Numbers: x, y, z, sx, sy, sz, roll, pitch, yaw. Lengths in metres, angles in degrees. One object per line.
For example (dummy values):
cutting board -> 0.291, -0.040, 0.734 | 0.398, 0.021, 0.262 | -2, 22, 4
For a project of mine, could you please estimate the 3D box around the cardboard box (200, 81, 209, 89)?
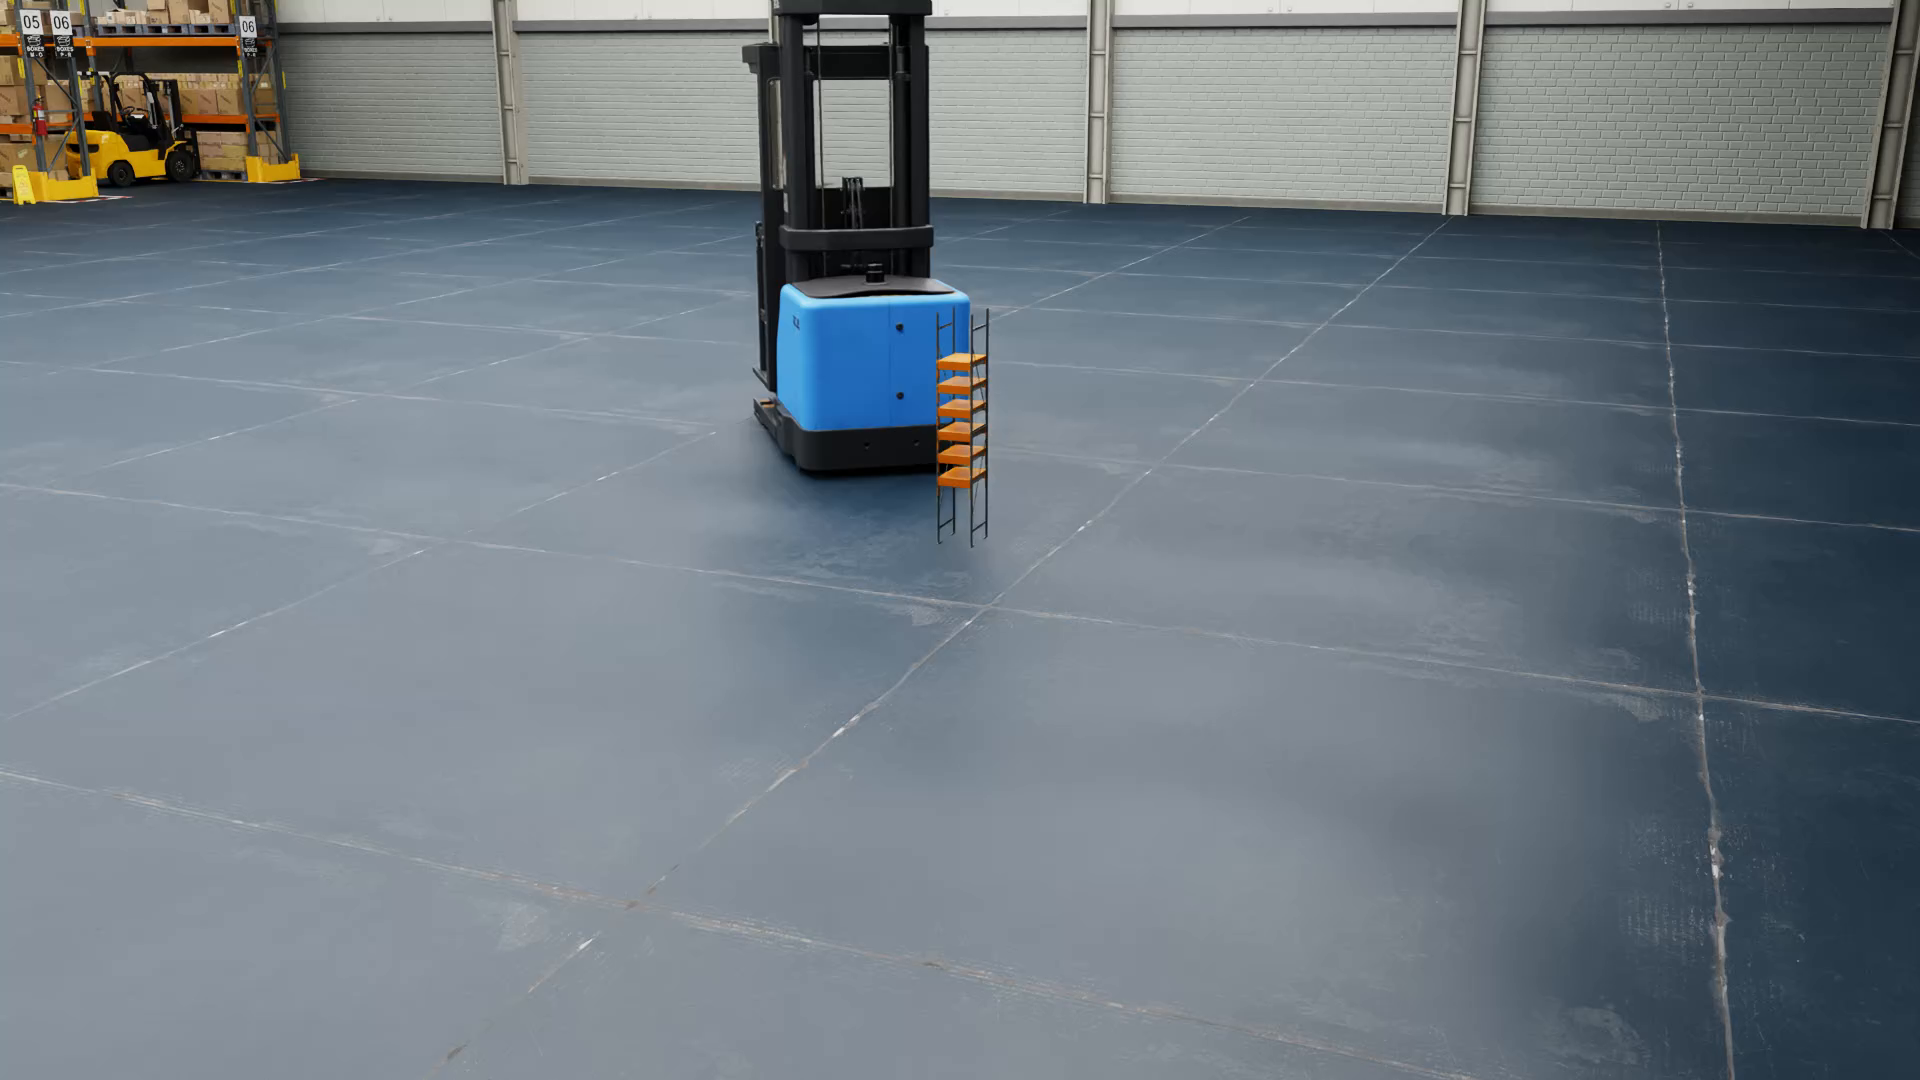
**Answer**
cardboard box -> -15.179, -9.226, 33.729 | 0.250, 0.149, 0.380 | 6, 17, 20

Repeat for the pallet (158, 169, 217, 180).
pallet -> -15.918, -7.668, 34.707 | 1.213, 0.211, 1.003 | 6, 17, 21

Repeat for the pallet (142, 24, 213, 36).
pallet -> -15.847, -10.416, 33.950 | 1.213, 0.211, 1.003 | 6, 17, 21

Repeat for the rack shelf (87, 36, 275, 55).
rack shelf -> -15.921, -10.114, 34.042 | 4.000, 0.370, 1.077 | 6, 17, 21

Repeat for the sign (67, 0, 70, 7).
sign -> -15.679, -9.527, 29.164 | 0.005, 0.325, 0.100 | 6, 17, 21

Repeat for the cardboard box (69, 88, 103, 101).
cardboard box -> -18.332, -9.375, 34.960 | 0.500, 0.250, 0.500 | 6, 17, 19

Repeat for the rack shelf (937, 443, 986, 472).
rack shelf -> 0.013, -0.417, 8.547 | 0.180, 0.103, 0.258 | 6, 17, 21

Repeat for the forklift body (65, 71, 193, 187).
forklift body -> -16.493, -8.127, 32.811 | 1.214, 2.155, 2.313 | 6, 17, 21

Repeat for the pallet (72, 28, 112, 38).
pallet -> -18.606, -10.659, 34.972 | 1.217, 0.209, 0.805 | 6, 17, 18

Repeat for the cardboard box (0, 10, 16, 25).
cardboard box -> -16.453, -9.020, 28.720 | 0.500, 0.250, 0.500 | 6, 17, 20

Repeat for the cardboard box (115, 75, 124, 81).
cardboard box -> -17.310, -9.617, 34.545 | 0.250, 0.149, 0.380 | 7, 17, 21

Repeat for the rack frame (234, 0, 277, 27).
rack frame -> -14.060, -11.695, 32.818 | 0.127, 3.000, 1.000 | 6, 17, 21

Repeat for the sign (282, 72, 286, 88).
sign -> -13.851, -9.411, 34.017 | 0.005, 0.325, 0.100 | 6, 17, 21

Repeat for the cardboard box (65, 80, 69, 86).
cardboard box -> -18.635, -9.621, 35.090 | 0.250, 0.149, 0.380 | 6, 17, 21

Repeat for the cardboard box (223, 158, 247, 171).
cardboard box -> -14.613, -7.662, 33.863 | 0.500, 0.250, 0.500 | 6, 17, 21

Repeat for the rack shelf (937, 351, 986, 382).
rack shelf -> 0.013, -0.878, 8.413 | 0.180, 0.103, 0.258 | 6, 17, 21

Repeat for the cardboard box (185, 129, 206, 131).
cardboard box -> -15.839, -8.432, 34.724 | 0.500, 0.250, 0.500 | 6, 17, 20

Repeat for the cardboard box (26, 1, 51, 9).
cardboard box -> -16.134, -9.319, 29.032 | 0.250, 0.149, 0.380 | 6, 17, 20

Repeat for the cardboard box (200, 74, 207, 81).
cardboard box -> -15.169, -9.380, 33.728 | 0.250, 0.149, 0.380 | 6, 17, 21

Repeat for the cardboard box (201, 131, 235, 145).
cardboard box -> -15.080, -8.192, 33.898 | 0.500, 0.250, 0.500 | 7, 17, 22

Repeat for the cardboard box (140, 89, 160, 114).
cardboard box -> -16.502, -9.058, 34.315 | 0.500, 0.500, 0.500 | 6, 17, 20

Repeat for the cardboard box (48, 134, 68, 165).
cardboard box -> -18.990, -8.416, 35.791 | 0.625, 0.625, 0.875 | 6, 17, 20

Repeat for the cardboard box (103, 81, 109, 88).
cardboard box -> -17.581, -9.482, 34.613 | 0.250, 0.149, 0.380 | 6, 17, 20

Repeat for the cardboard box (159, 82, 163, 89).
cardboard box -> -16.150, -9.319, 34.050 | 0.250, 0.149, 0.380 | 6, 17, 19

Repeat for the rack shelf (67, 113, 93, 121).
rack shelf -> -19.642, -9.082, 35.869 | 4.000, 0.370, 1.077 | 6, 17, 21

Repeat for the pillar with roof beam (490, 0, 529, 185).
pillar with roof beam -> -10.375, -10.270, 27.909 | 0.400, 9.000, 9.100 | 6, 17, 21

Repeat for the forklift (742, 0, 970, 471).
forklift -> -0.798, -2.186, 10.948 | 1.130, 2.935, 3.031 | -4, 17, -14

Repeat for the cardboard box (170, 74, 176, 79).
cardboard box -> -15.900, -9.454, 33.982 | 0.250, 0.149, 0.380 | 7, 17, 21

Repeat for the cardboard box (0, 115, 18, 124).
cardboard box -> -16.581, -7.386, 29.185 | 0.250, 0.149, 0.380 | 6, 17, 20

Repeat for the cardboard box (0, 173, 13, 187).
cardboard box -> -16.751, -6.423, 29.597 | 0.500, 0.250, 0.500 | 6, 17, 20

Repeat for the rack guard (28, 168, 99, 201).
rack guard -> -15.949, -6.334, 29.594 | 0.348, 0.500, 1.175 | 6, 17, 21

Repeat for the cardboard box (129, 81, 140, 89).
cardboard box -> -16.885, -9.392, 34.303 | 0.250, 0.149, 0.380 | 7, 17, 22

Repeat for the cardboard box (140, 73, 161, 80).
cardboard box -> -16.623, -9.517, 34.198 | 0.250, 0.149, 0.380 | 6, 17, 20

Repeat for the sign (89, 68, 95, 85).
sign -> -17.971, -9.600, 34.426 | 0.005, 0.325, 0.100 | 6, 17, 21

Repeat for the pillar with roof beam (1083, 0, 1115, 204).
pillar with roof beam -> 0.788, -9.042, 23.680 | 0.400, 9.000, 9.100 | 6, 17, 21

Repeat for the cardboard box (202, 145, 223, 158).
cardboard box -> -15.090, -7.958, 33.988 | 0.500, 0.250, 0.500 | 6, 17, 20

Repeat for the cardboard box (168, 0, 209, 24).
cardboard box -> -15.477, -10.665, 33.539 | 0.500, 0.500, 0.700 | 6, 17, 21

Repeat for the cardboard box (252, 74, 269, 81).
cardboard box -> -14.294, -9.406, 33.818 | 0.250, 0.149, 0.380 | 6, 17, 20

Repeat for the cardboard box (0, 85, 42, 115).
cardboard box -> -16.484, -7.701, 29.109 | 0.500, 0.500, 0.500 | 6, 17, 20

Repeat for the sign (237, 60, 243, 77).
sign -> -14.272, -9.345, 32.980 | 0.005, 0.325, 0.100 | 6, 17, 21

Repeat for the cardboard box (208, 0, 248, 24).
cardboard box -> -14.561, -10.534, 33.088 | 0.500, 0.500, 0.500 | 7, 18, 22

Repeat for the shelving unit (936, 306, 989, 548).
shelving unit -> 0.013, -0.575, 8.501 | 0.189, 1.200, 0.258 | 6, 17, 21

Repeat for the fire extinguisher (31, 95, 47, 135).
fire extinguisher -> -15.940, -7.358, 28.778 | 0.183, 0.674, 0.296 | 6, 17, 21

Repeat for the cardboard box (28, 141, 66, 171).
cardboard box -> -16.549, -6.924, 29.978 | 0.500, 0.500, 0.500 | 6, 17, 19

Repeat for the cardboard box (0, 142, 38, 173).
cardboard box -> -16.719, -6.782, 29.489 | 0.500, 0.500, 0.500 | 6, 17, 21

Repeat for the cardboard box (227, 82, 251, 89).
cardboard box -> -14.485, -9.137, 33.422 | 0.250, 0.149, 0.380 | 7, 17, 21

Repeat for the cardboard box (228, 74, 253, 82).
cardboard box -> -14.471, -9.299, 33.447 | 0.250, 0.149, 0.380 | 6, 17, 21

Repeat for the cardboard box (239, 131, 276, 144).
cardboard box -> -14.438, -8.274, 34.179 | 0.500, 0.250, 0.500 | 6, 17, 20

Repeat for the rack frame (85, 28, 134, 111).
rack frame -> -17.781, -9.223, 35.064 | 0.127, 3.000, 1.000 | 6, 17, 21

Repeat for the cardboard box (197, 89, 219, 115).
cardboard box -> -15.093, -8.900, 33.771 | 0.500, 0.500, 0.500 | 7, 18, 22

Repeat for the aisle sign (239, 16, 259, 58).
aisle sign -> -14.107, -9.980, 33.007 | 0.004, 0.787, 0.394 | 6, 17, 21

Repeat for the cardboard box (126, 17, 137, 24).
cardboard box -> -16.760, -10.590, 33.908 | 0.250, 0.149, 0.380 | 7, 18, 22
